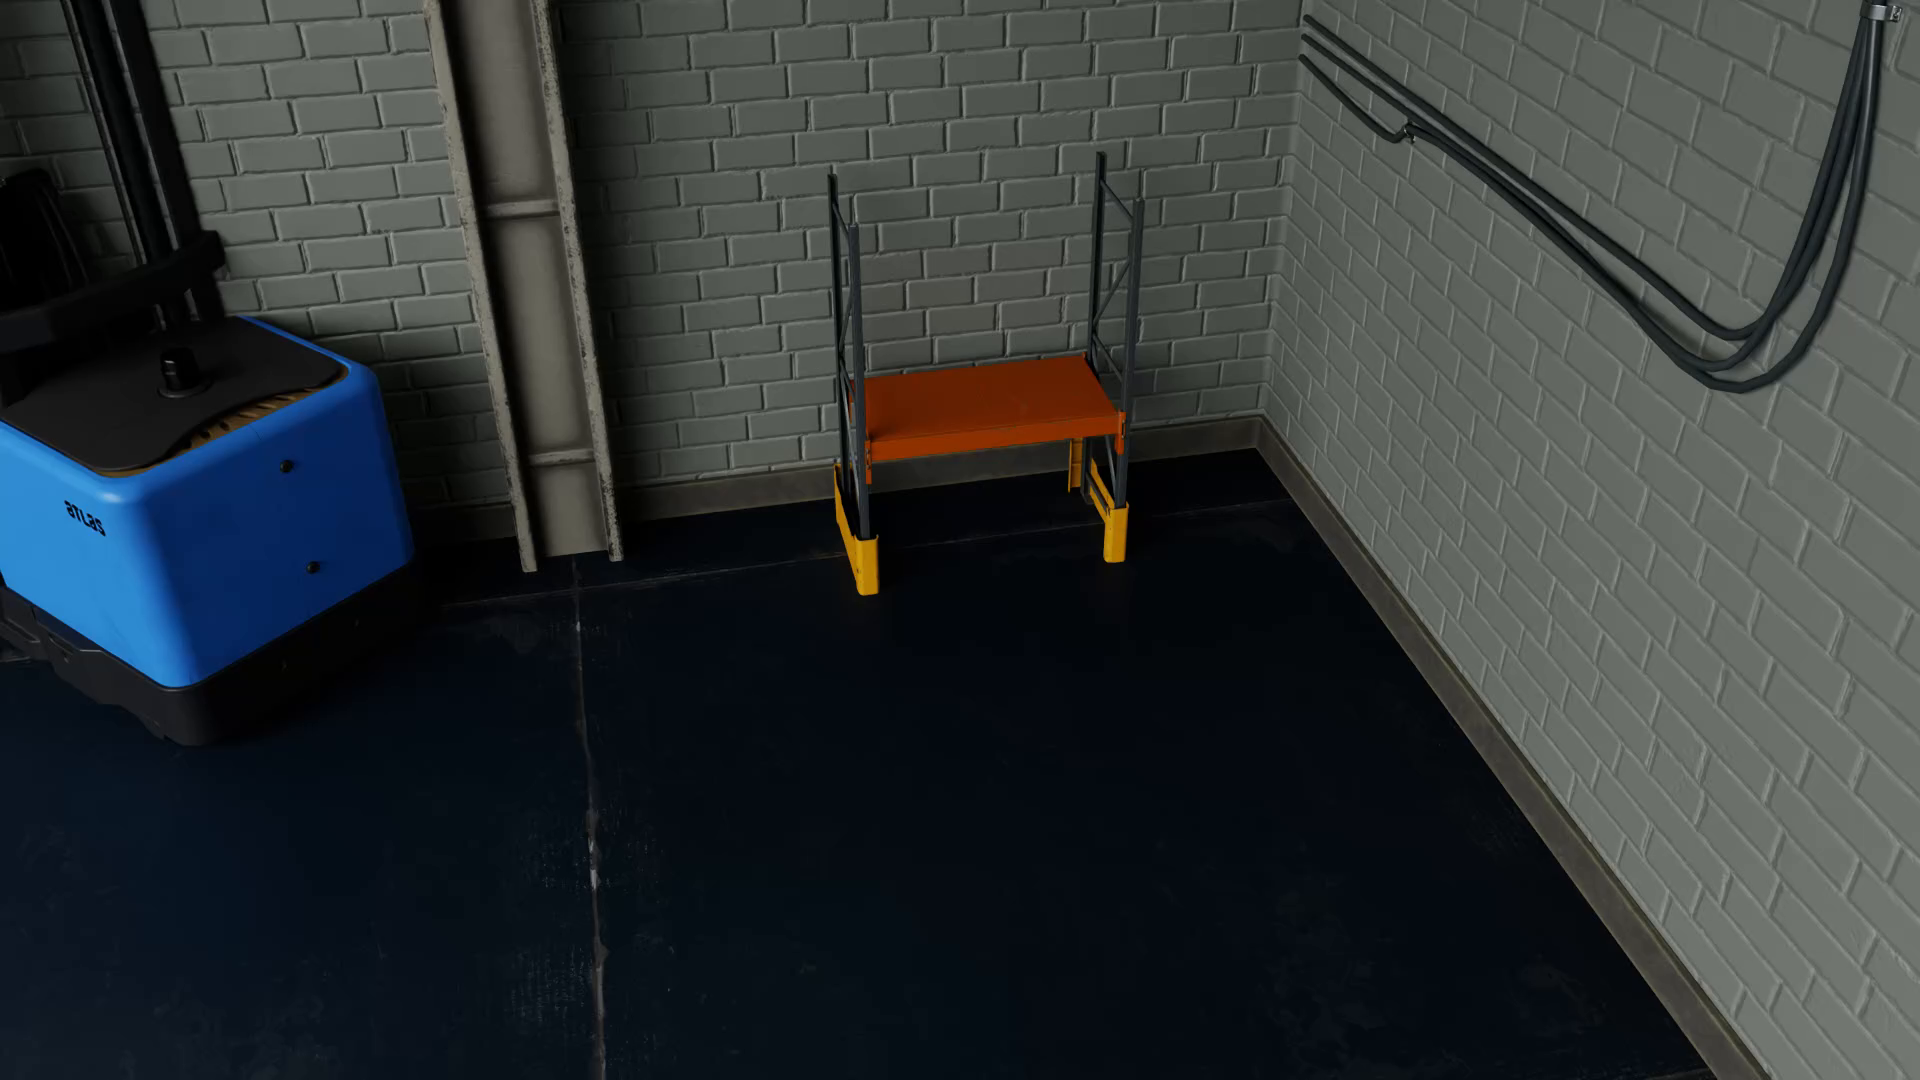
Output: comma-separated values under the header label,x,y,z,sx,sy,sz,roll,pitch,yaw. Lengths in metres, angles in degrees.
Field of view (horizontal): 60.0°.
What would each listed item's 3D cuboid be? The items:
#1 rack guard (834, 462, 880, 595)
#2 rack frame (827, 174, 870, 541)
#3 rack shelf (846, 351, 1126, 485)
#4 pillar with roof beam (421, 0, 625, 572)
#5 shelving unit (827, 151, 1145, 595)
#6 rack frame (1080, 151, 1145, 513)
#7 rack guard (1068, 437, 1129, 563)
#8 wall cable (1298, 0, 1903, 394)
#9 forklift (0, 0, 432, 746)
label,x,y,z,sx,sy,sz,roll,pitch,yaw
rack guard,-0.411,-0.052,6.603,0.087,0.250,0.587,-7,35,-11
rack frame,-0.413,-0.571,6.255,0.032,1.500,0.500,-7,35,-11
rack shelf,0.083,-0.484,6.448,1.000,0.185,0.538,-7,35,-11
pillar with roof beam,-0.614,-1.377,0.726,0.400,9.000,9.100,-7,35,-11
shelving unit,0.074,-0.632,6.346,1.083,1.500,0.587,-7,35,-11
rack frame,0.579,-0.696,6.441,0.032,1.500,0.500,-7,35,-11
rack guard,0.560,-0.174,6.786,0.087,0.250,0.587,-7,35,-11
wall cable,1.601,-2.071,4.547,0.112,2.526,3.097,-7,35,-11
forklift,-3.477,-1.173,5.867,3.031,2.935,1.130,22,40,29
